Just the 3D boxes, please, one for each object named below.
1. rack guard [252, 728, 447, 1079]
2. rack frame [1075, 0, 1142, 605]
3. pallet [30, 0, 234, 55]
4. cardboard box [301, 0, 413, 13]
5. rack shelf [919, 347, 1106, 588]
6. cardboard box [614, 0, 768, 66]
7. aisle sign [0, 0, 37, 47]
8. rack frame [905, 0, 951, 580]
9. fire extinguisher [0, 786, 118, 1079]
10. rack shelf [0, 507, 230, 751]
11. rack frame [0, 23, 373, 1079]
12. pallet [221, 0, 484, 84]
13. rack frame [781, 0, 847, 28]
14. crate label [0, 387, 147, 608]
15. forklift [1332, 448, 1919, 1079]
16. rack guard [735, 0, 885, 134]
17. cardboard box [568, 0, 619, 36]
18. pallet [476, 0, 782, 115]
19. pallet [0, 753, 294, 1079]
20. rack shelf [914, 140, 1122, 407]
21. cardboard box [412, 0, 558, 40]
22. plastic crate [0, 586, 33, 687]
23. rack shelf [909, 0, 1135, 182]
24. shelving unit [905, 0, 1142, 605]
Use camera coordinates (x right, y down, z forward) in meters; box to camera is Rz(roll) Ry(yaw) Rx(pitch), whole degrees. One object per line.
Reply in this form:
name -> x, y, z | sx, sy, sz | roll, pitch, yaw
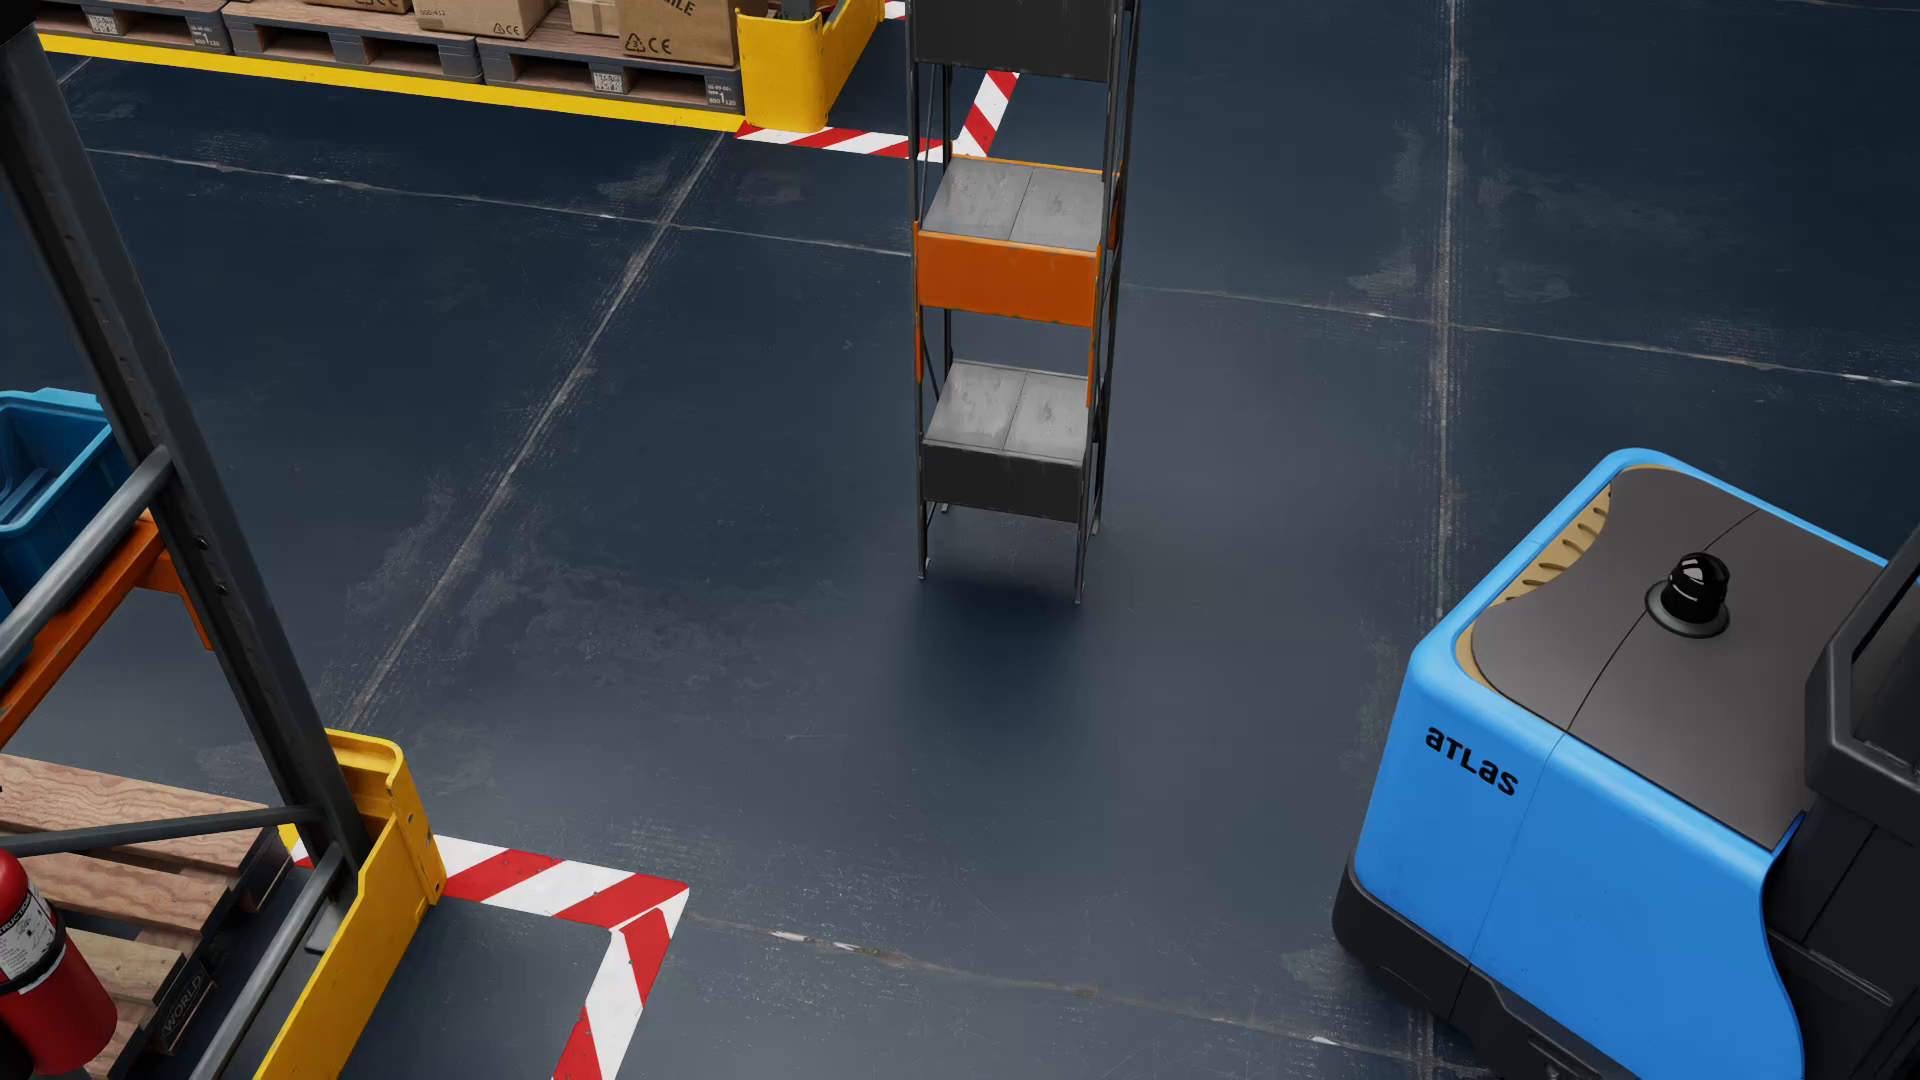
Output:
rack guard -> -1.618, 1.045, 3.804 | 0.348, 0.500, 1.175 | 9, 45, 9
rack frame -> 0.400, -0.694, 4.457 | 0.015, 2.100, 0.400 | 9, 45, 9
pallet -> -3.792, -2.699, 7.902 | 1.213, 0.211, 1.003 | 9, 45, 9
cardboard box -> -2.628, -2.786, 7.464 | 0.637, 0.503, 0.797 | 9, 45, 9
rack shelf -> 0.162, -0.217, 4.991 | 0.480, 0.518, 0.431 | 9, 45, 9
cardboard box -> -1.143, -2.376, 7.041 | 0.500, 0.500, 0.500 | 9, 45, 9
aisle sign -> -1.509, -0.977, 2.228 | 0.004, 0.787, 0.394 | 9, 45, 9
rack frame -> -0.077, -0.768, 4.534 | 0.015, 2.100, 0.400 | 9, 45, 9
fire extinguisher -> -1.596, 0.642, 2.745 | 0.183, 0.674, 0.296 | 9, 45, 9
rack shelf -> -3.596, 0.106, 3.496 | 4.000, 0.370, 1.077 | 9, 45, 9
rack frame -> -1.644, 0.149, 2.932 | 0.127, 3.000, 1.000 | 9, 45, 9
pallet -> -2.598, -2.515, 7.711 | 1.213, 0.211, 1.003 | 9, 45, 9
rack frame -> -0.559, -3.202, 6.414 | 0.127, 3.000, 1.000 | 9, 45, 9
crate label -> -1.813, -0.072, 3.239 | 0.303, 0.233, 0.416 | 9, 45, 9
forklift -> 2.347, 0.416, 2.705 | 3.031, 2.935, 1.130 | 33, 53, 30
rack guard -> -0.633, -2.313, 7.293 | 0.348, 0.500, 1.175 | 9, 45, 9
cardboard box -> -1.519, -2.378, 7.283 | 0.250, 0.166, 0.380 | 9, 45, 9
pallet -> -1.411, -2.329, 7.518 | 1.213, 0.211, 1.003 | 9, 45, 9
pallet -> -2.440, 1.003, 4.056 | 1.213, 0.211, 1.003 | 9, 45, 9
rack shelf -> 0.162, -0.722, 4.505 | 0.480, 0.518, 0.431 | 9, 45, 9
cardboard box -> -2.064, -2.450, 7.298 | 0.500, 0.250, 0.500 | 9, 45, 9
plastic crate -> -2.012, 0.191, 2.820 | 0.499, 0.435, 0.616 | 9, 45, 9
rack shelf -> 0.162, -1.226, 4.020 | 0.480, 0.518, 0.431 | 9, 45, 9
shelving unit -> 0.162, -0.731, 4.496 | 0.503, 2.100, 0.431 | 9, 45, 9
